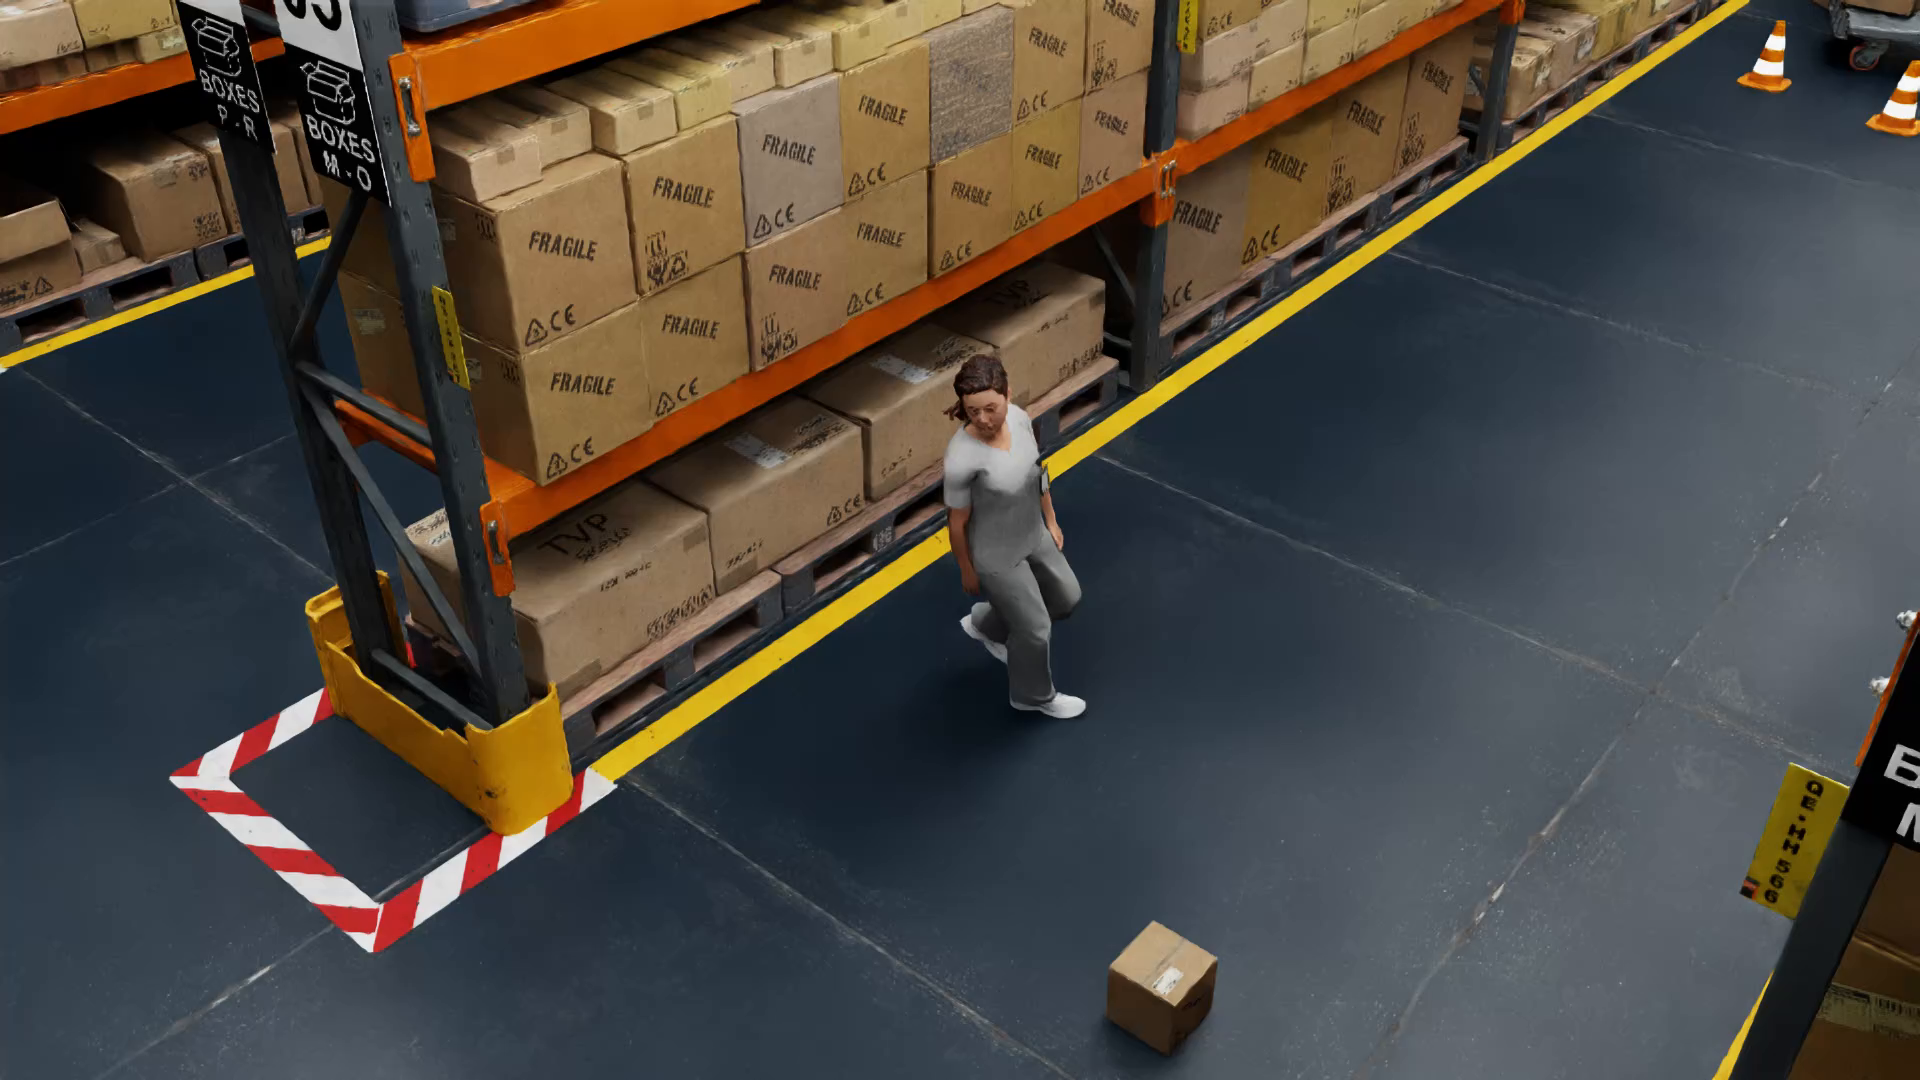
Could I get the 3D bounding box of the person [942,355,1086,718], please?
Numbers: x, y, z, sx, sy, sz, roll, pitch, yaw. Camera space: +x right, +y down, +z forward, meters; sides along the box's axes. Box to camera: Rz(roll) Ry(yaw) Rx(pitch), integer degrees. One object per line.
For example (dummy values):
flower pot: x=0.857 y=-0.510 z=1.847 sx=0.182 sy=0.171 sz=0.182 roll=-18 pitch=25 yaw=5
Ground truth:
person: x=0.164 y=0.024 z=6.141 sx=0.567 sy=1.637 sz=0.531 roll=20 pitch=40 yaw=26
